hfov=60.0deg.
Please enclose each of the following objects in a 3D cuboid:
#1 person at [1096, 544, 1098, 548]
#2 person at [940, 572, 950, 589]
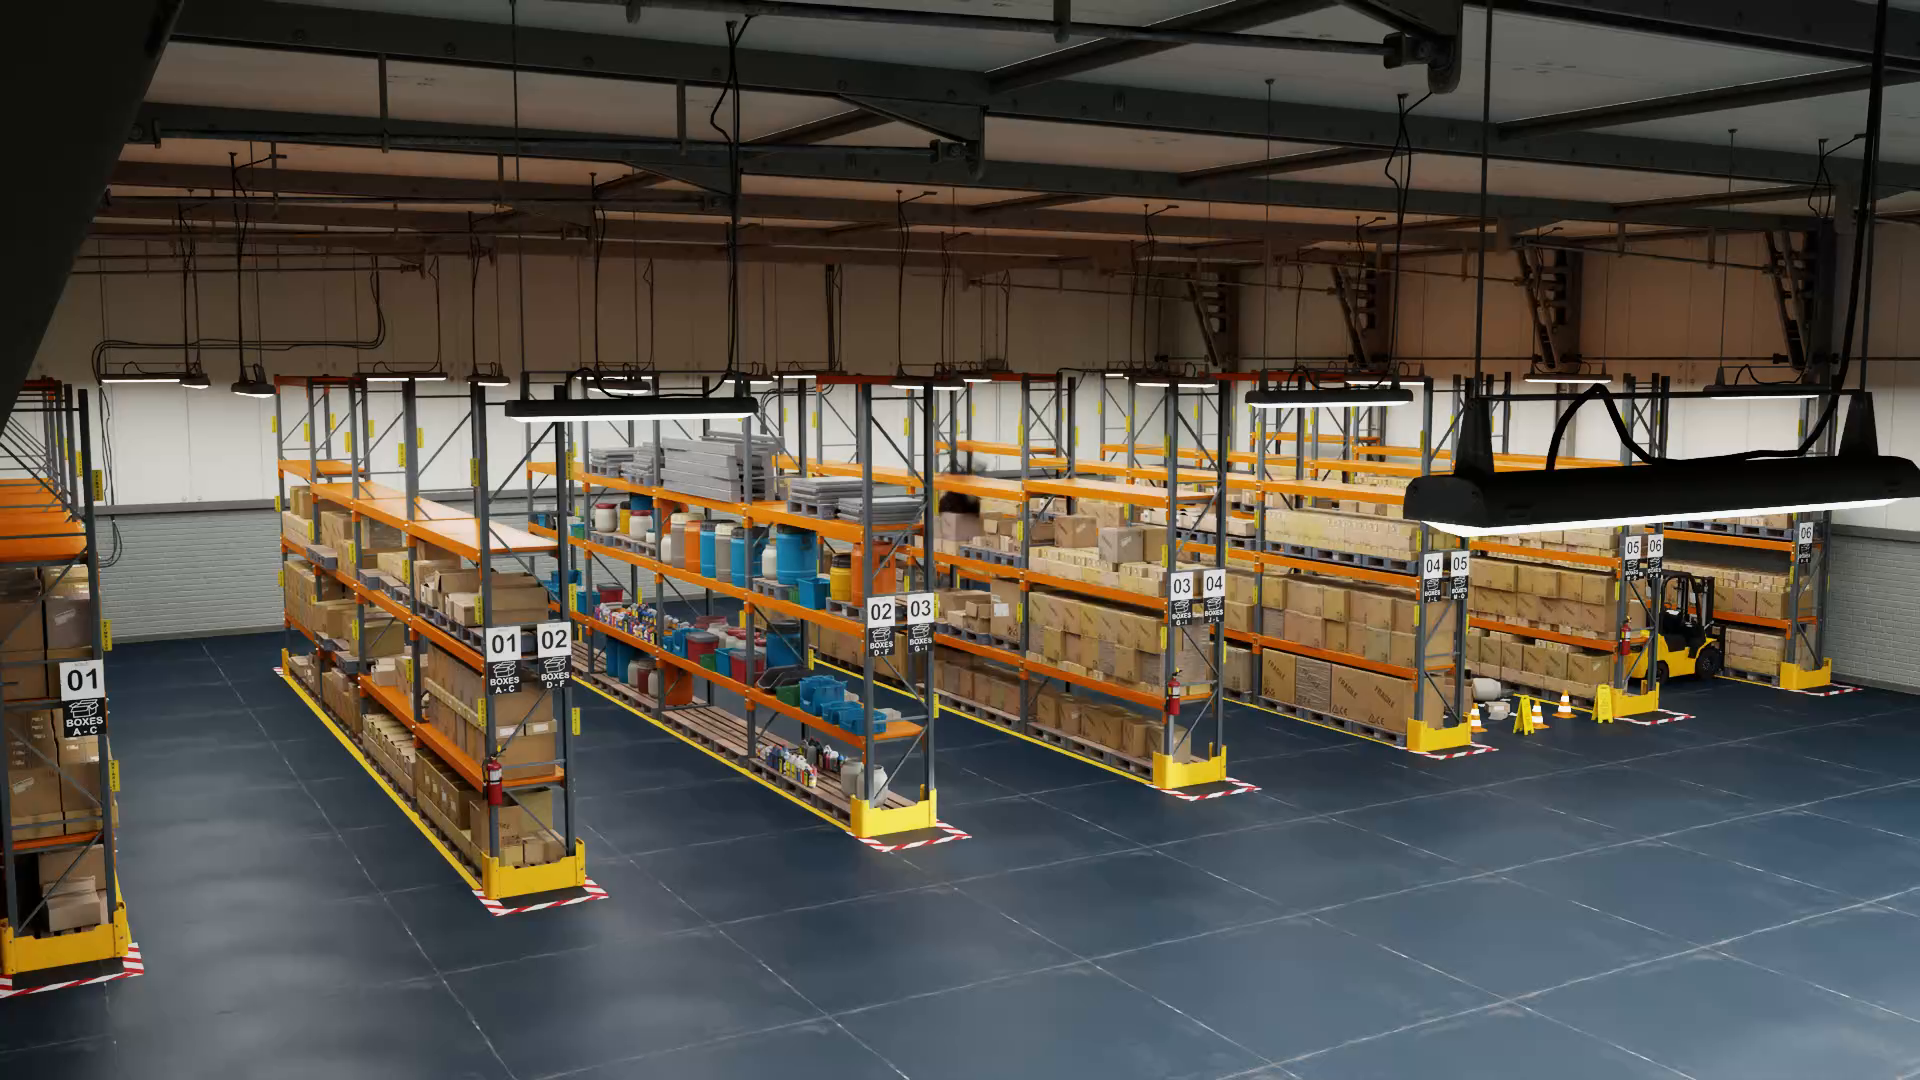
[{"bbox_3d":[3.382,0.578,44.570,0.984,1.784,0.763,0,6,-2],"label":"person"},{"bbox_3d":[-0.386,0.950,41.873,0.550,1.608,0.571,-5,8,-39],"label":"person"}]
